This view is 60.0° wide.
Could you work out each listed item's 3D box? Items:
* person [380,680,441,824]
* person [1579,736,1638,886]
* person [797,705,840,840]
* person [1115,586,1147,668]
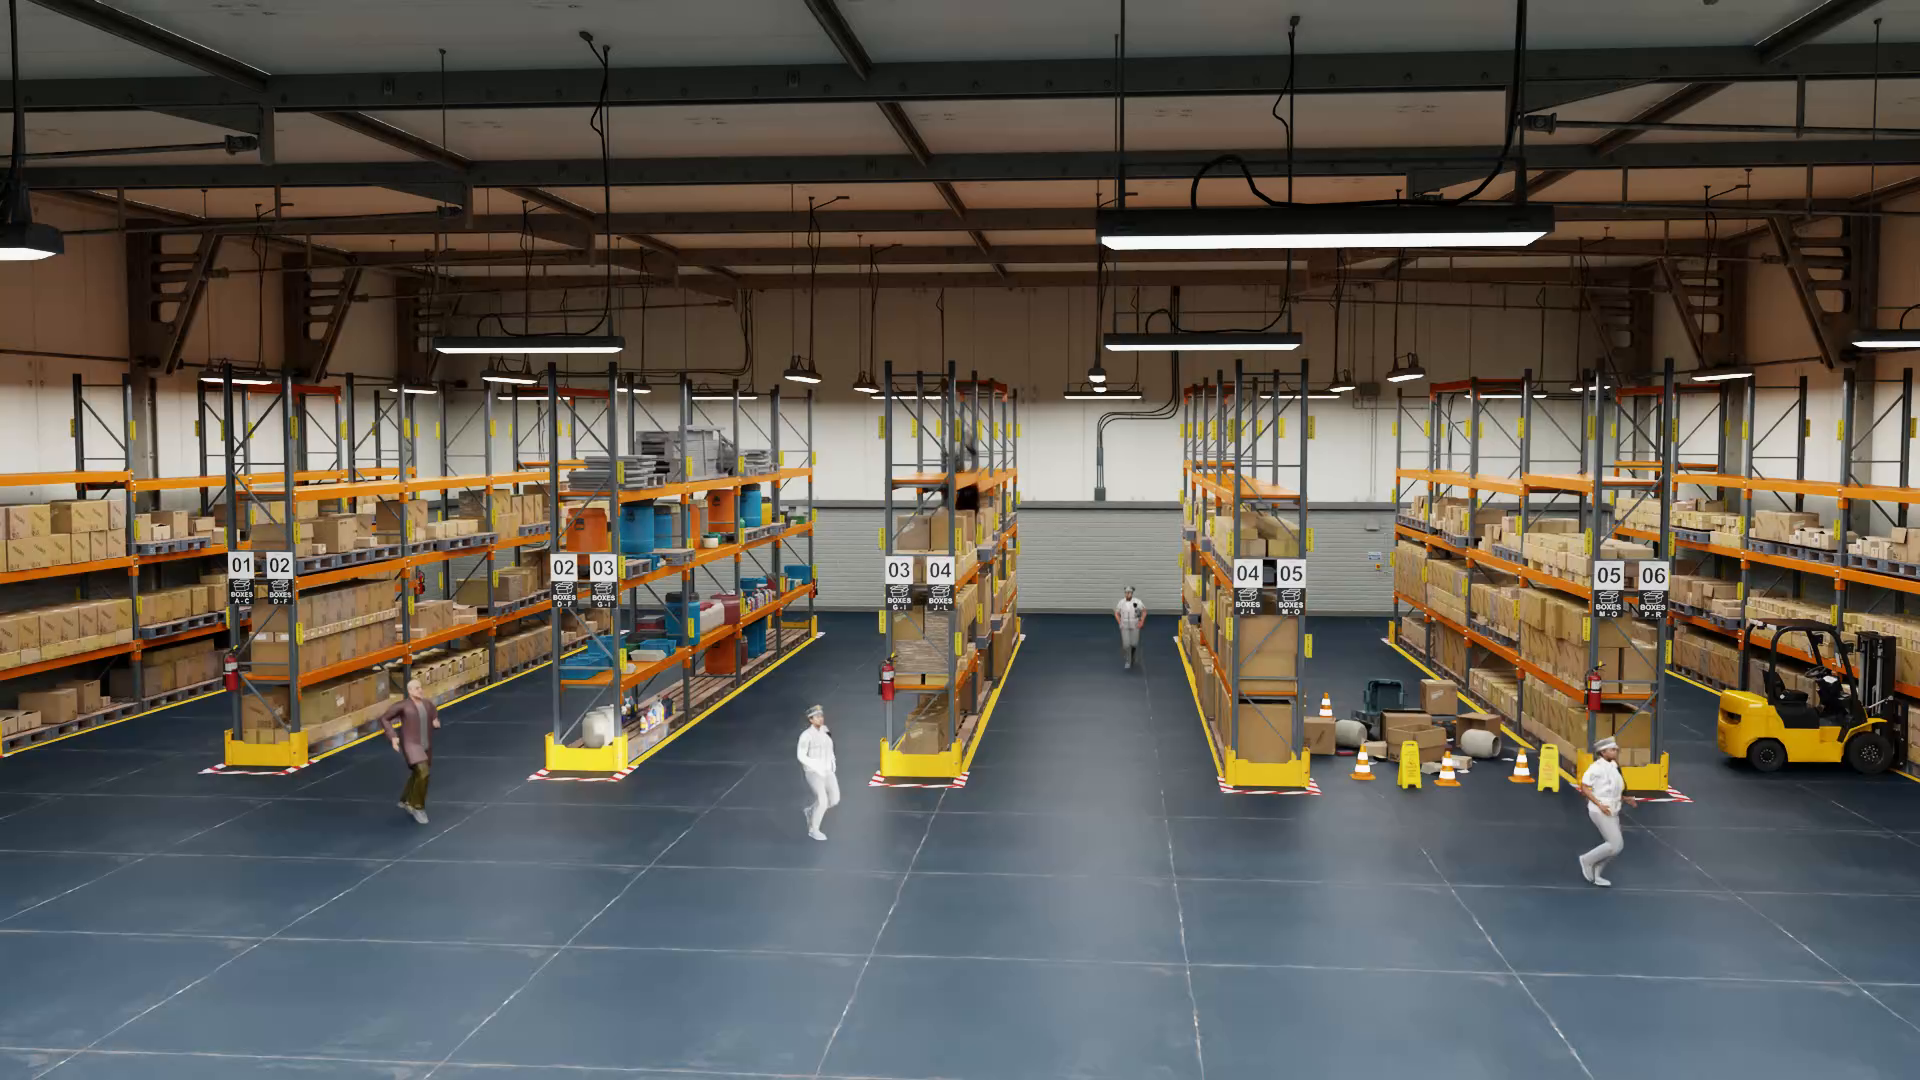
[{"bbox_3d":[-6.990,2.713,21.392,0.823,1.840,0.674,2,4,29],"label":"person"},{"bbox_3d":[7.110,2.974,18.222,0.539,1.650,0.551,4,5,44],"label":"person"},{"bbox_3d":[-1.726,2.839,20.404,0.476,1.664,0.623,3,5,37],"label":"person"},{"bbox_3d":[3.590,1.830,35.102,0.666,1.752,0.527,1,4,11],"label":"person"}]
